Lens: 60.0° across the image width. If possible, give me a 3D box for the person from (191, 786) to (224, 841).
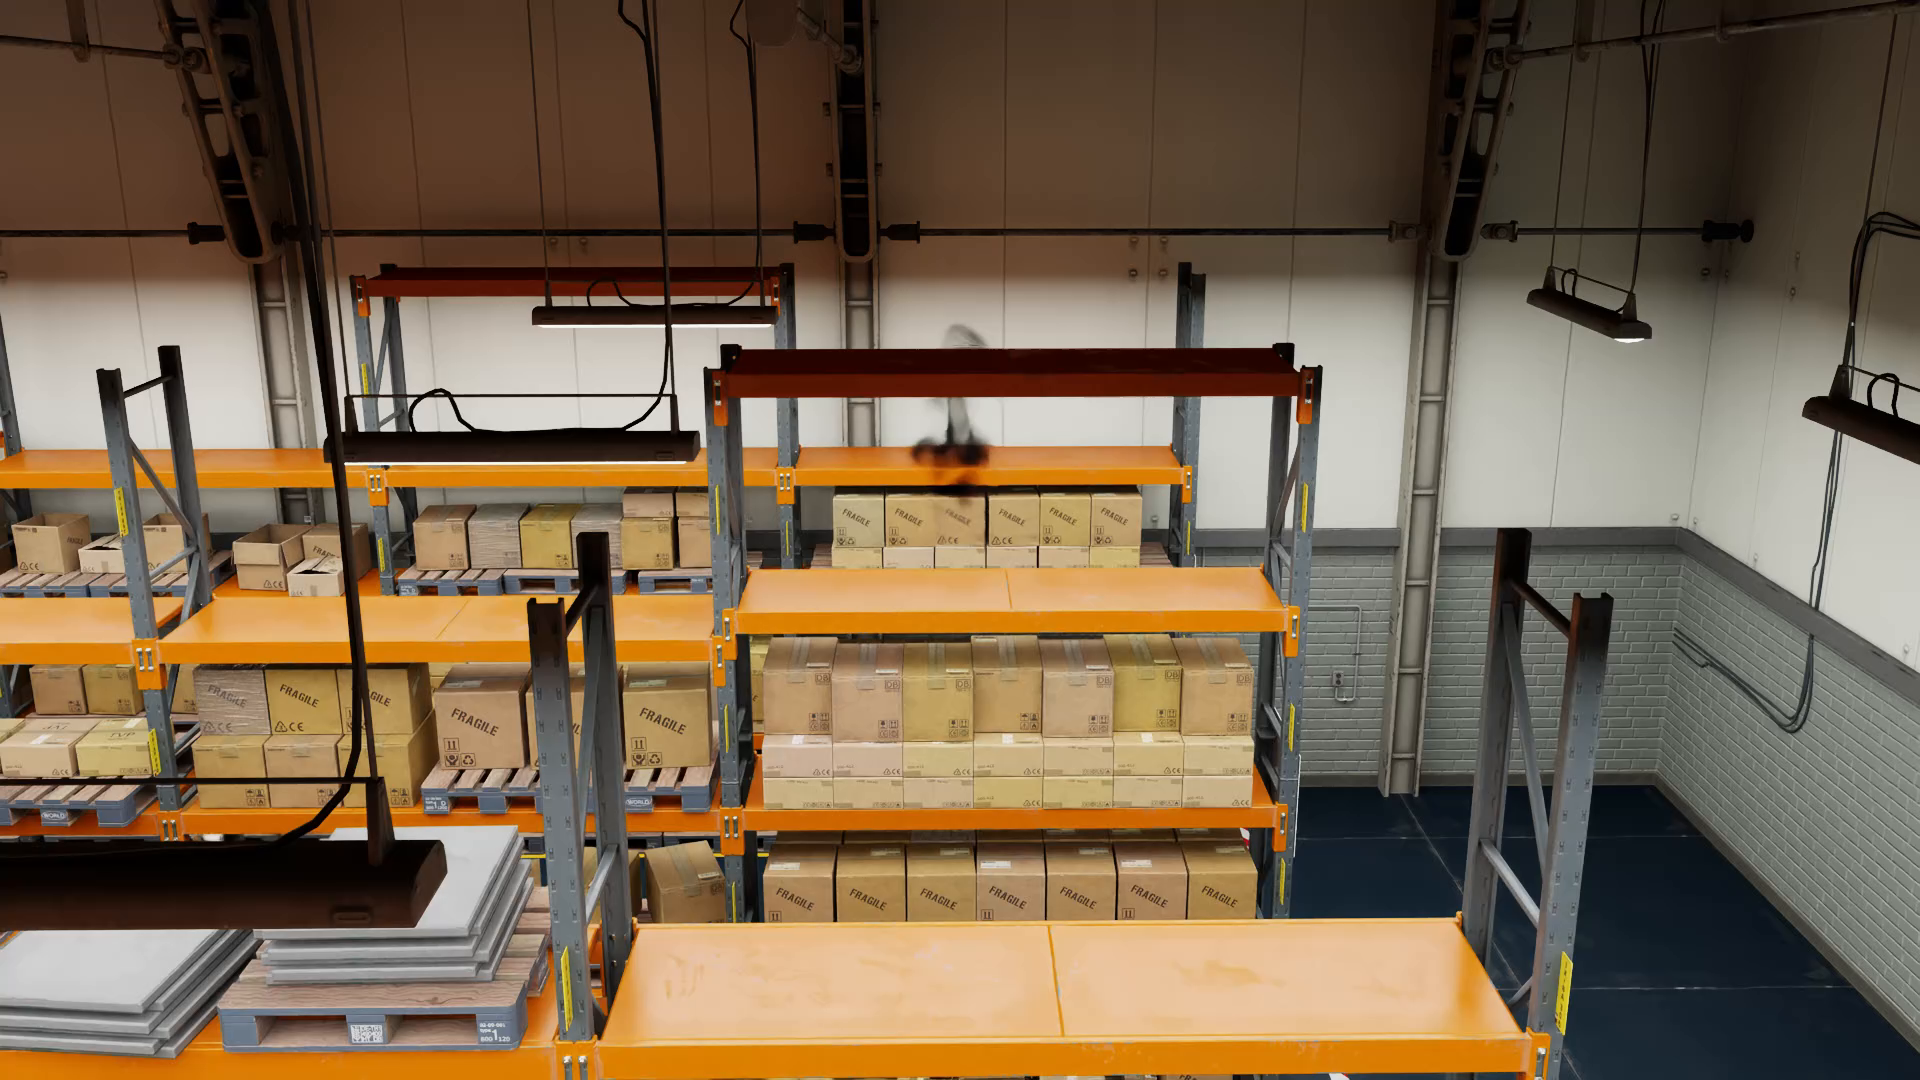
[{"bbox_3d":[-6.744,3.000,15.216,0.614,1.723,0.728,0,16,-1],"label":"person"}]
